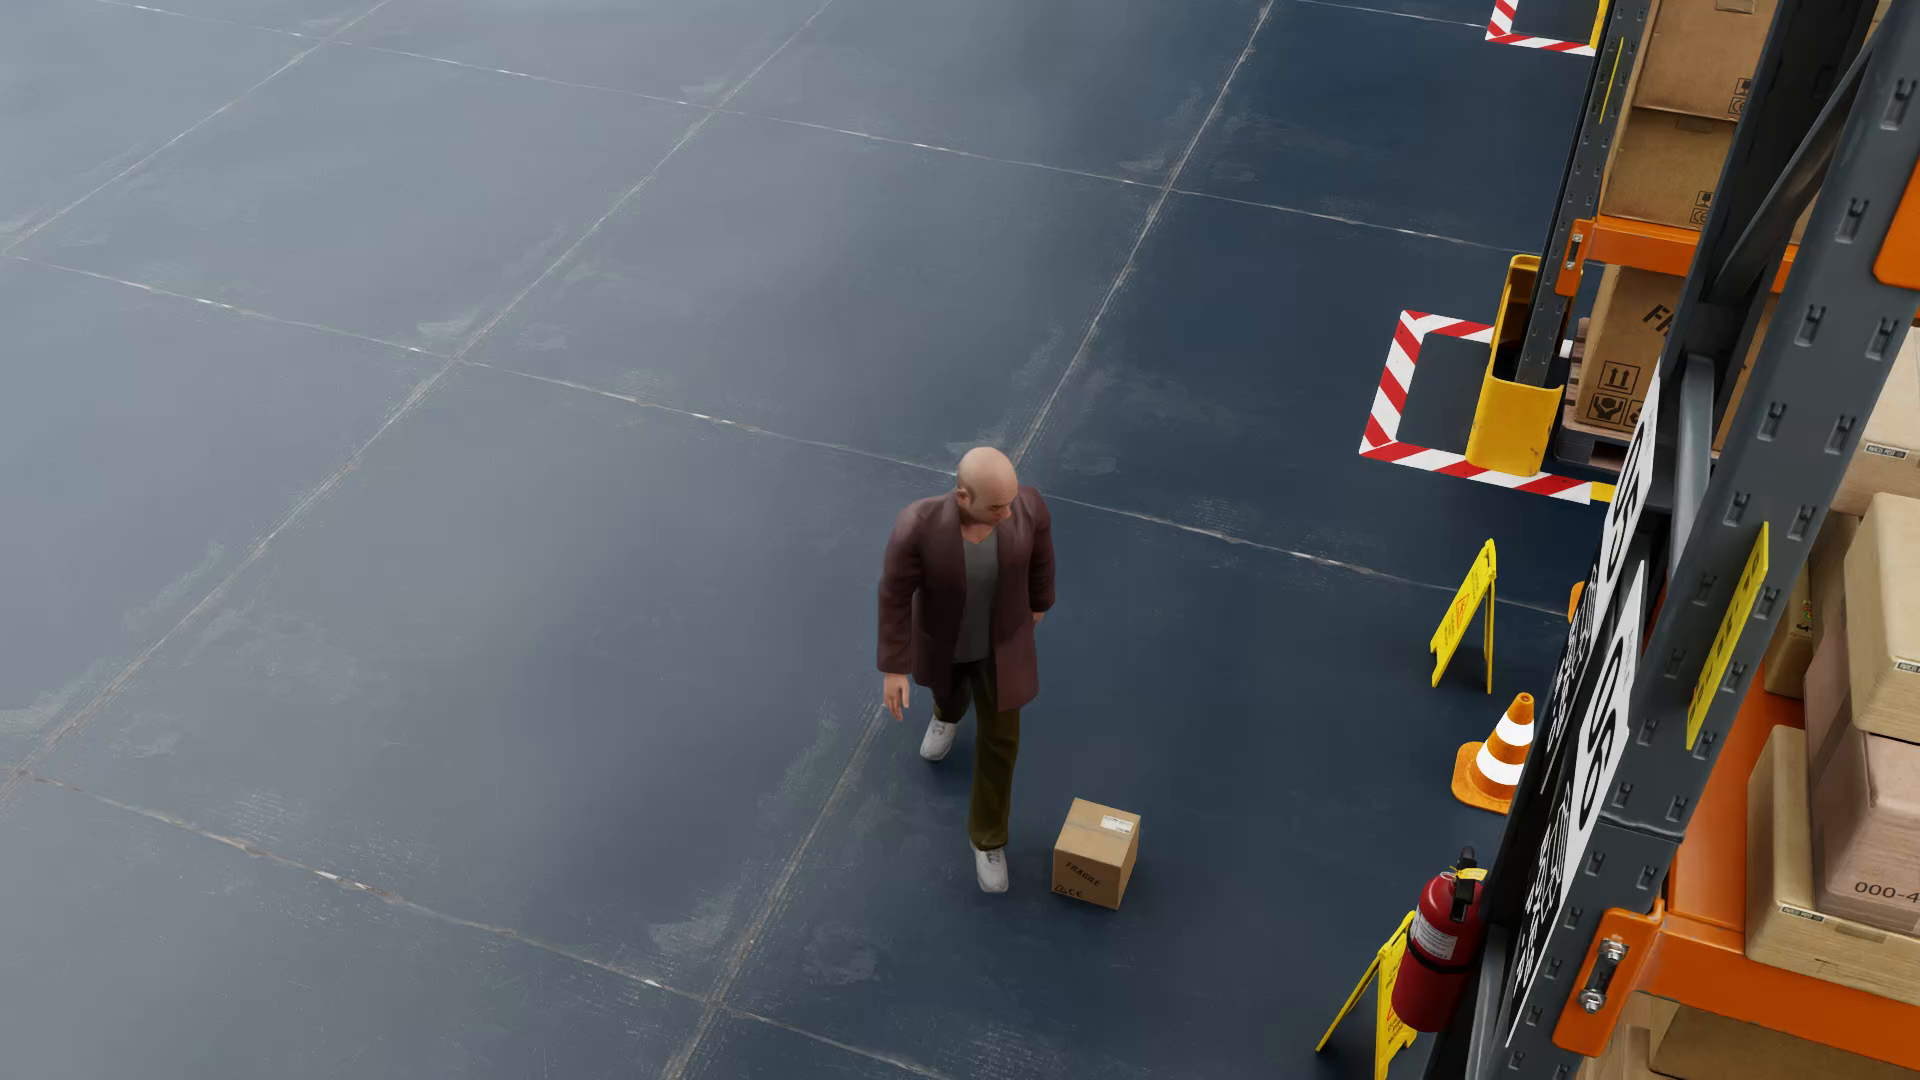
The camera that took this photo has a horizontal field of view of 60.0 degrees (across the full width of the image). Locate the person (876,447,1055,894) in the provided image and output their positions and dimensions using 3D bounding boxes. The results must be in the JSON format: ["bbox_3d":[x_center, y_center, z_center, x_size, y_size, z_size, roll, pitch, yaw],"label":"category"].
[{"bbox_3d":[0.026,0.341,5.778,0.641,1.736,1.035,-2,41,-3],"label":"person"}]
